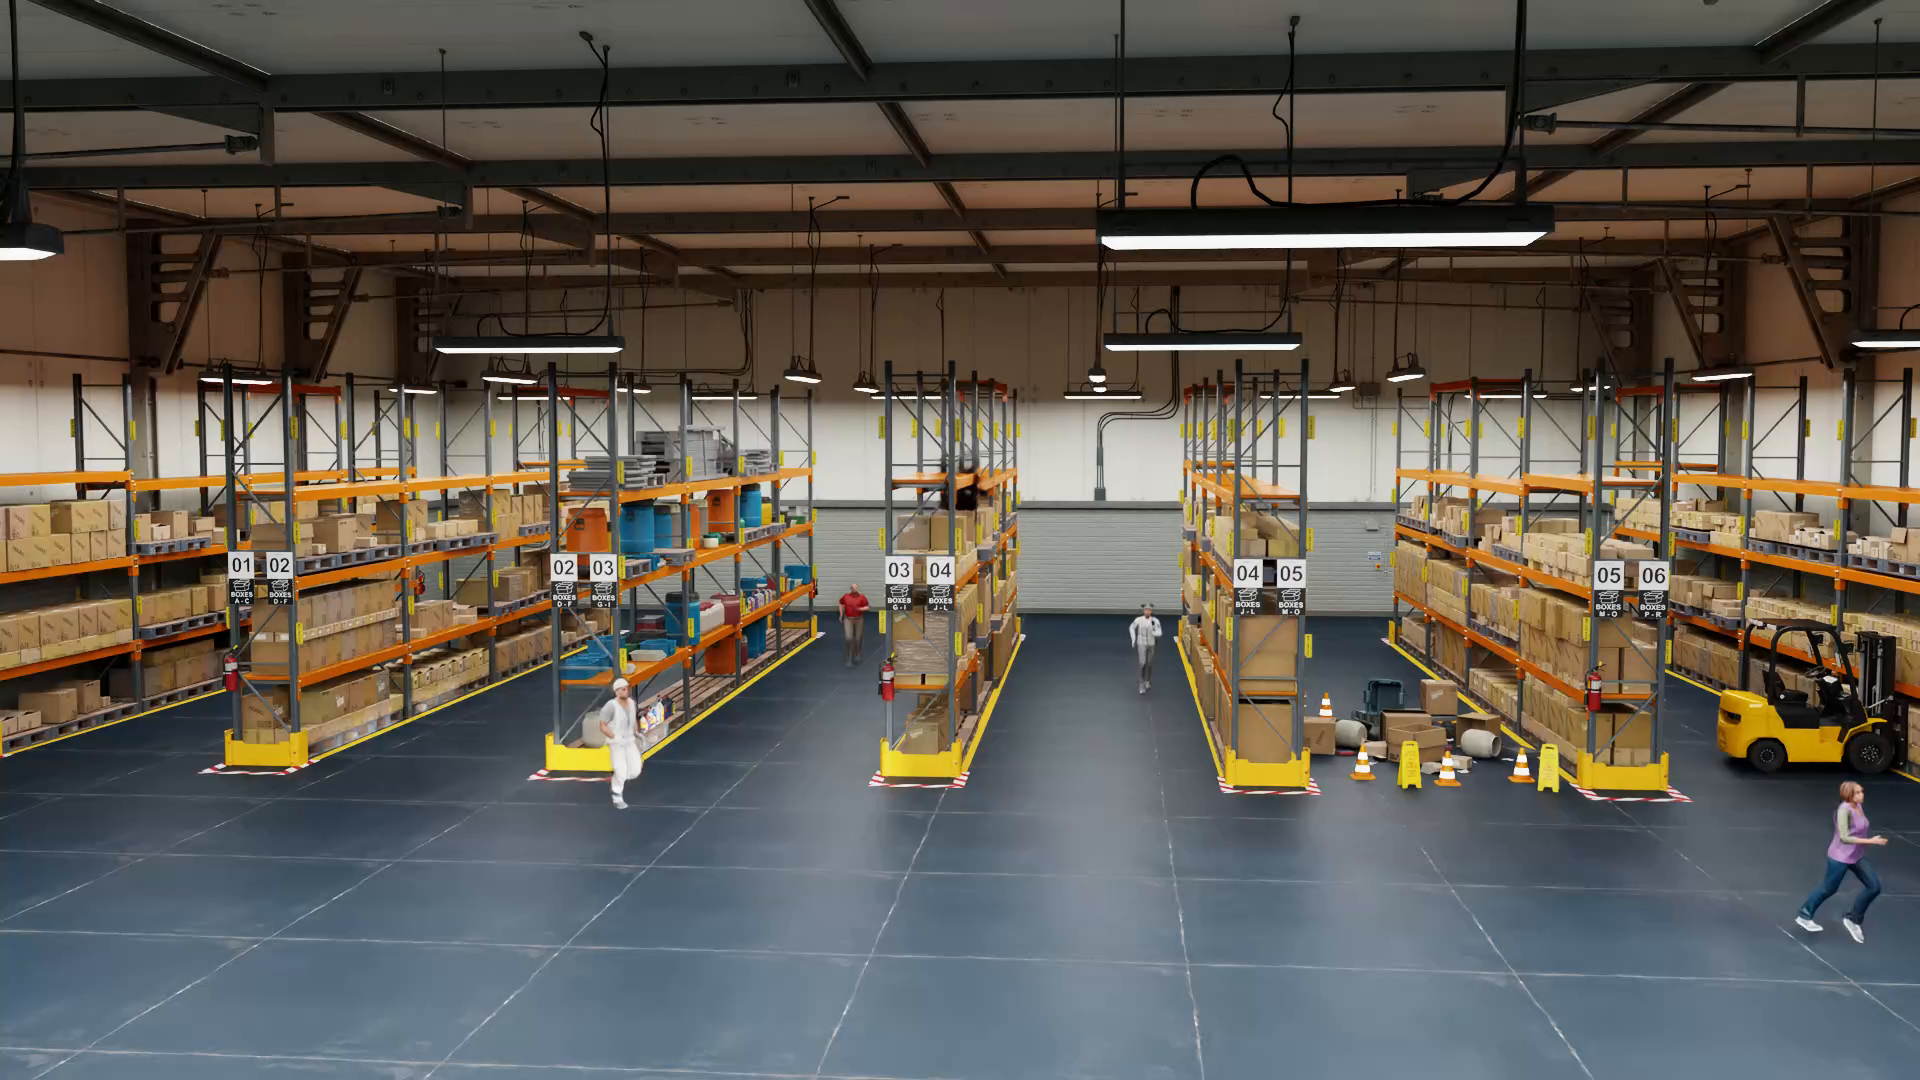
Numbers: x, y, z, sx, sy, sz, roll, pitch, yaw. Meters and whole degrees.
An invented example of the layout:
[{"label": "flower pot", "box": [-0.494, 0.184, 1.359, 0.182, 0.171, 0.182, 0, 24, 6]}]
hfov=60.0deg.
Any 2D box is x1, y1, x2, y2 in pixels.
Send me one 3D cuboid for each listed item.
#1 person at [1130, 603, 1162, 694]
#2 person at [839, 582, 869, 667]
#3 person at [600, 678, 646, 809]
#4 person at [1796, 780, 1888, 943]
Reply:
[{"label": "person", "box": [3.576, 2.066, 31.868, 0.576, 1.749, 0.706, 0, 4, -3]}, {"label": "person", "box": [-2.270, 1.807, 35.606, 0.637, 1.796, 0.804, 0, 4, -6]}, {"label": "person", "box": [-4.483, 2.690, 22.048, 0.638, 1.730, 0.658, 3, 5, 40]}, {"label": "person", "box": [8.674, 3.129, 16.281, 0.546, 1.596, 0.815, -3, 5, -35]}]
